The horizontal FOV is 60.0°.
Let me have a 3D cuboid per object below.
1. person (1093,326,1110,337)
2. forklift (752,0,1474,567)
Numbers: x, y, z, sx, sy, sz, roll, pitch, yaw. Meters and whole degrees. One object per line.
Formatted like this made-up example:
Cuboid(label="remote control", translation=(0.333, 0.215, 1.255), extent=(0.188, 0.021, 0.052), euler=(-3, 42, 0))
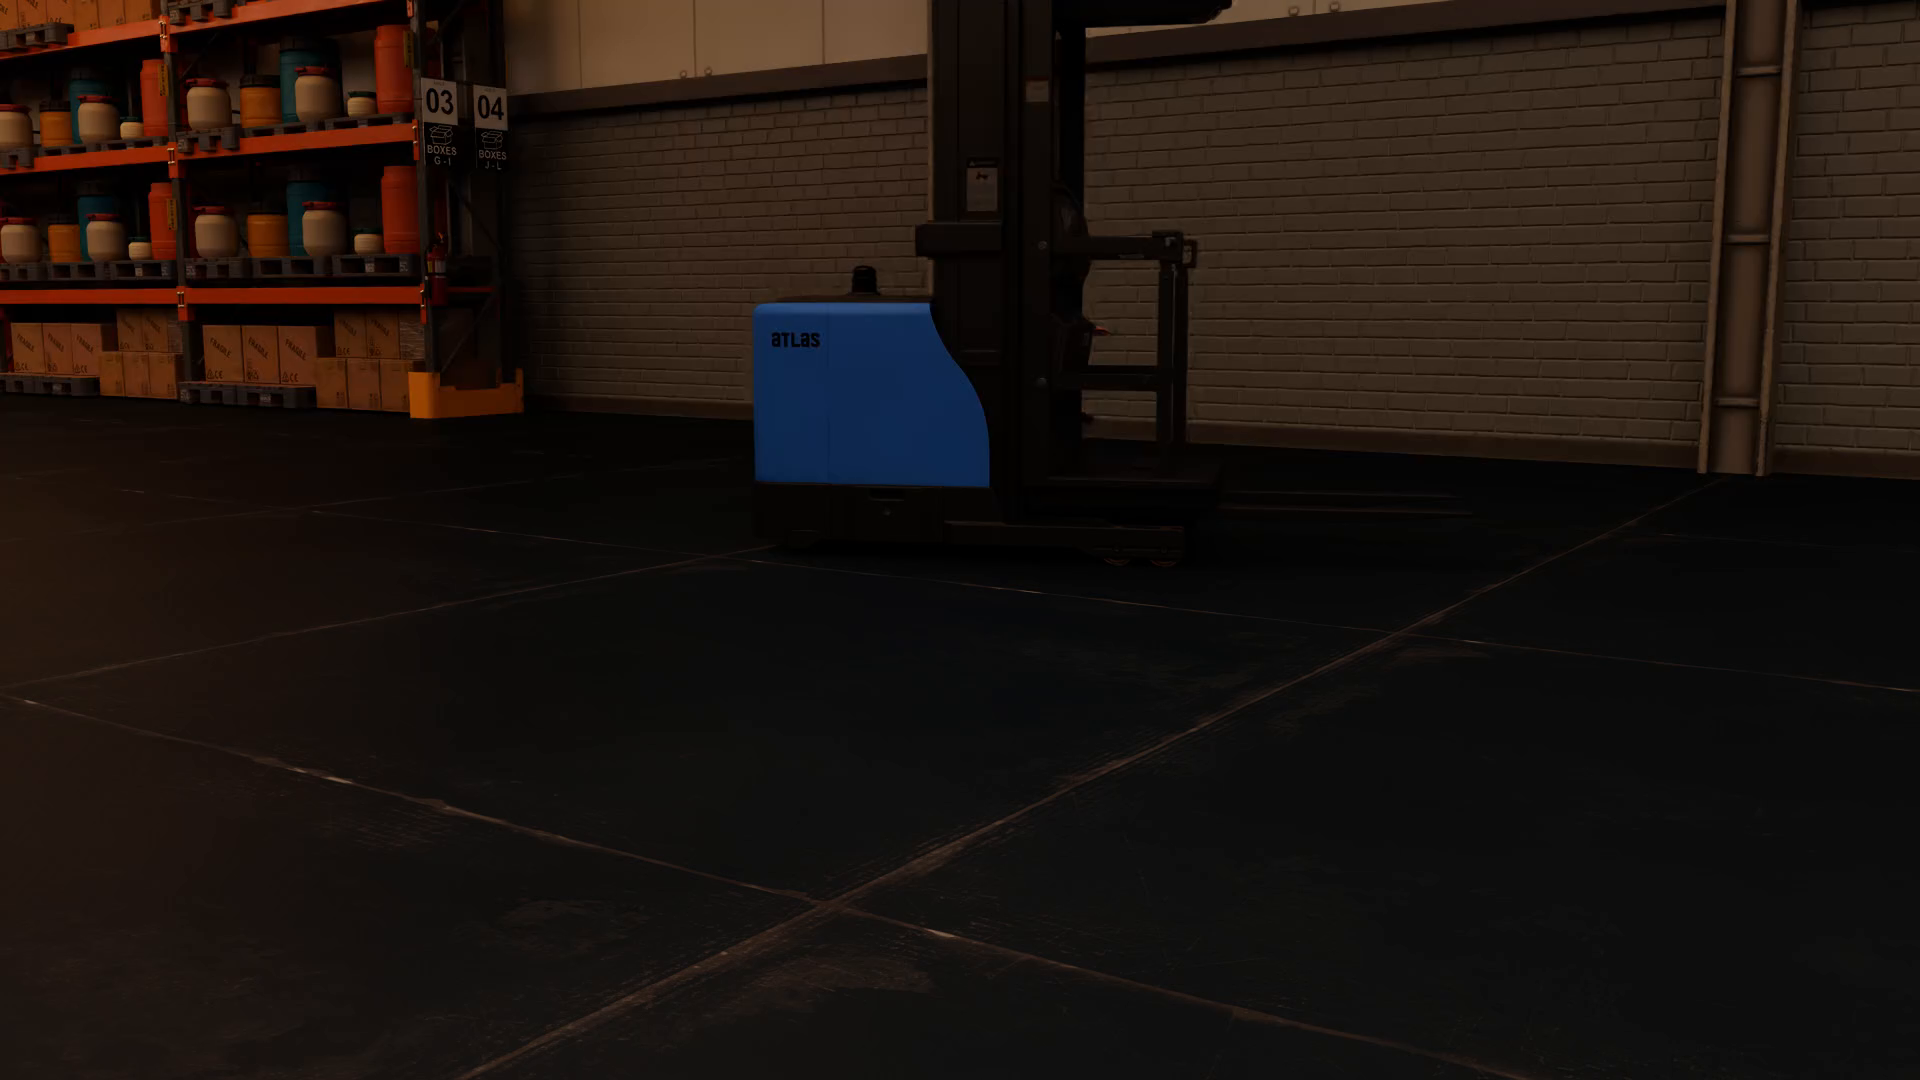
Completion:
Cuboid(label="person", translation=(0.456, -0.882, 8.949), extent=(0.937, 1.384, 0.827), euler=(-4, 9, -25))
Cuboid(label="forklift", translation=(0.667, -1.421, 7.186), extent=(3.031, 2.935, 1.130), euler=(2, 8, 11))
